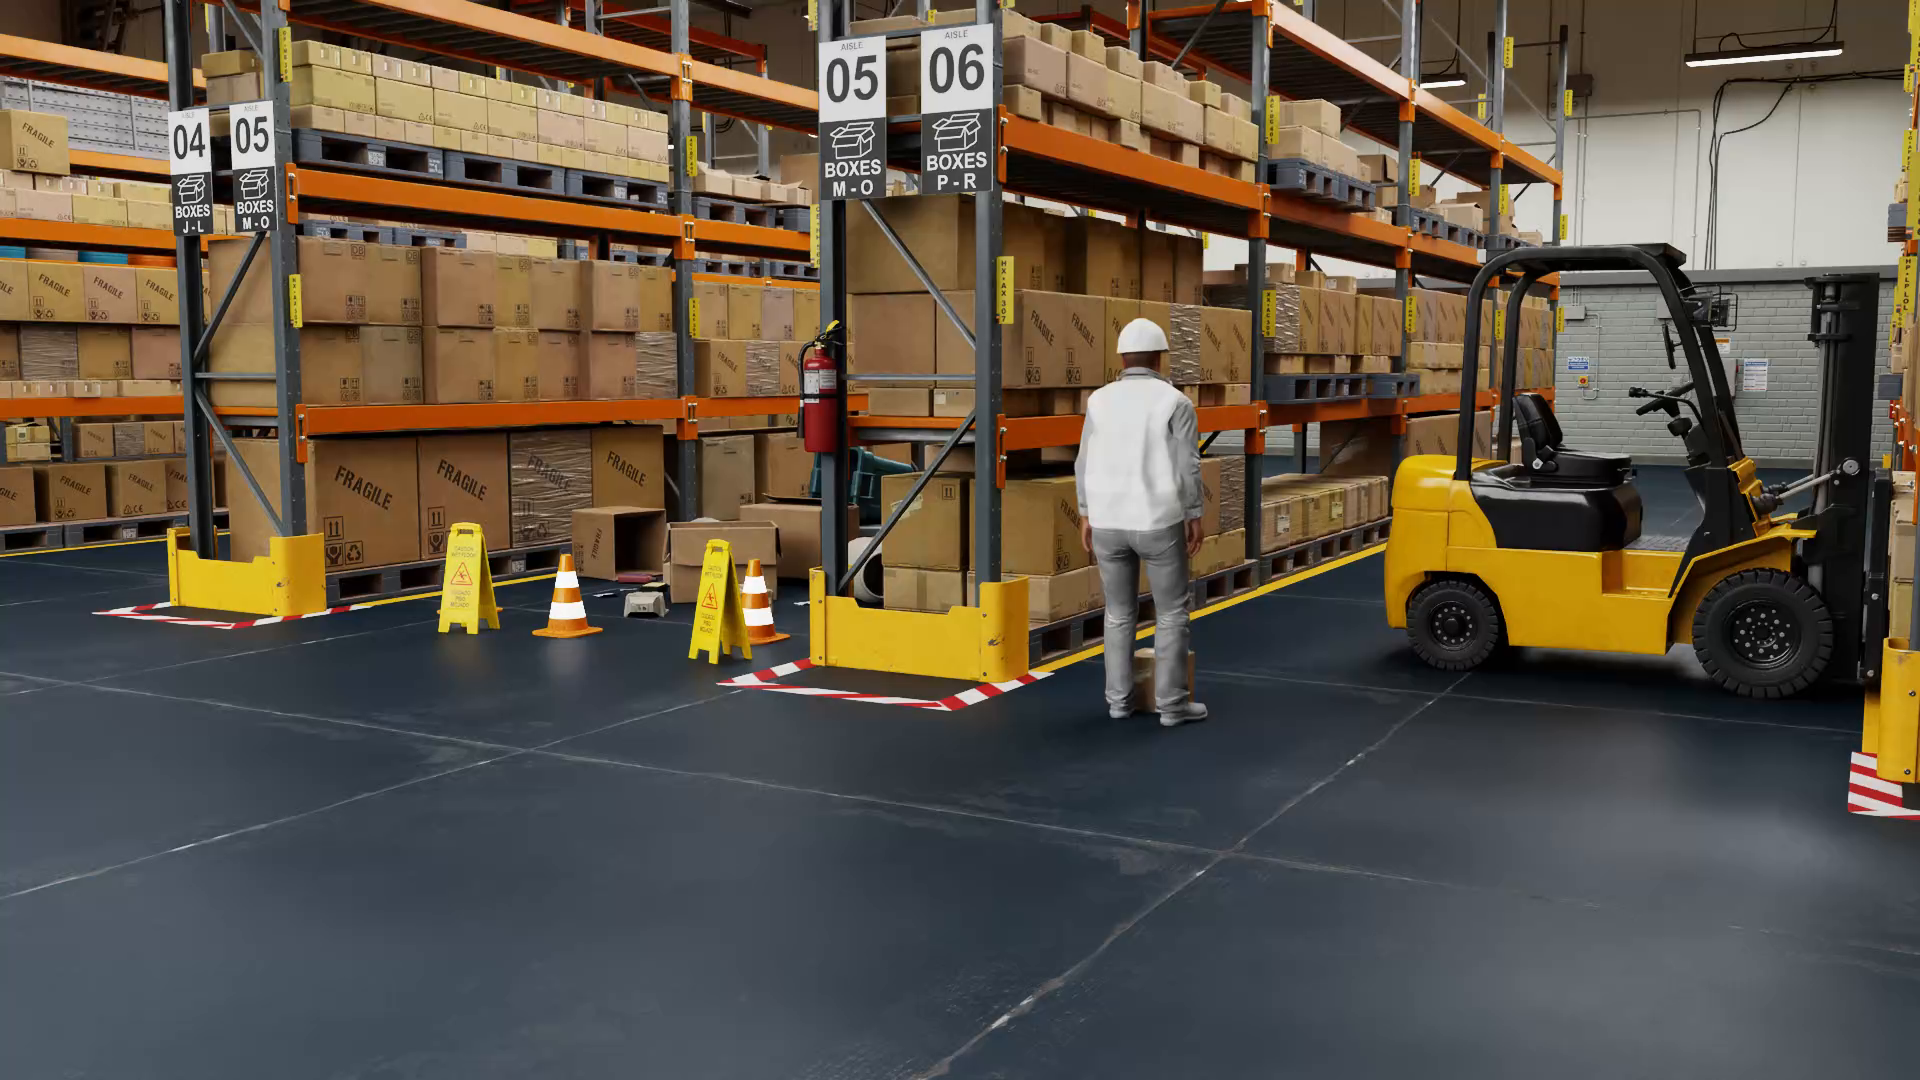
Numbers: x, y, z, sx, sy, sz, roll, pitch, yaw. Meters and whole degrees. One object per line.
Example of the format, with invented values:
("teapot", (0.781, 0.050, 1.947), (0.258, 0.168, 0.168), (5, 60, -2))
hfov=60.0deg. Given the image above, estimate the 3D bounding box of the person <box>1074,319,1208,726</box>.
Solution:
("person", (0.797, -0.085, 7.334), (0.579, 1.769, 0.475), (3, 7, 26))
